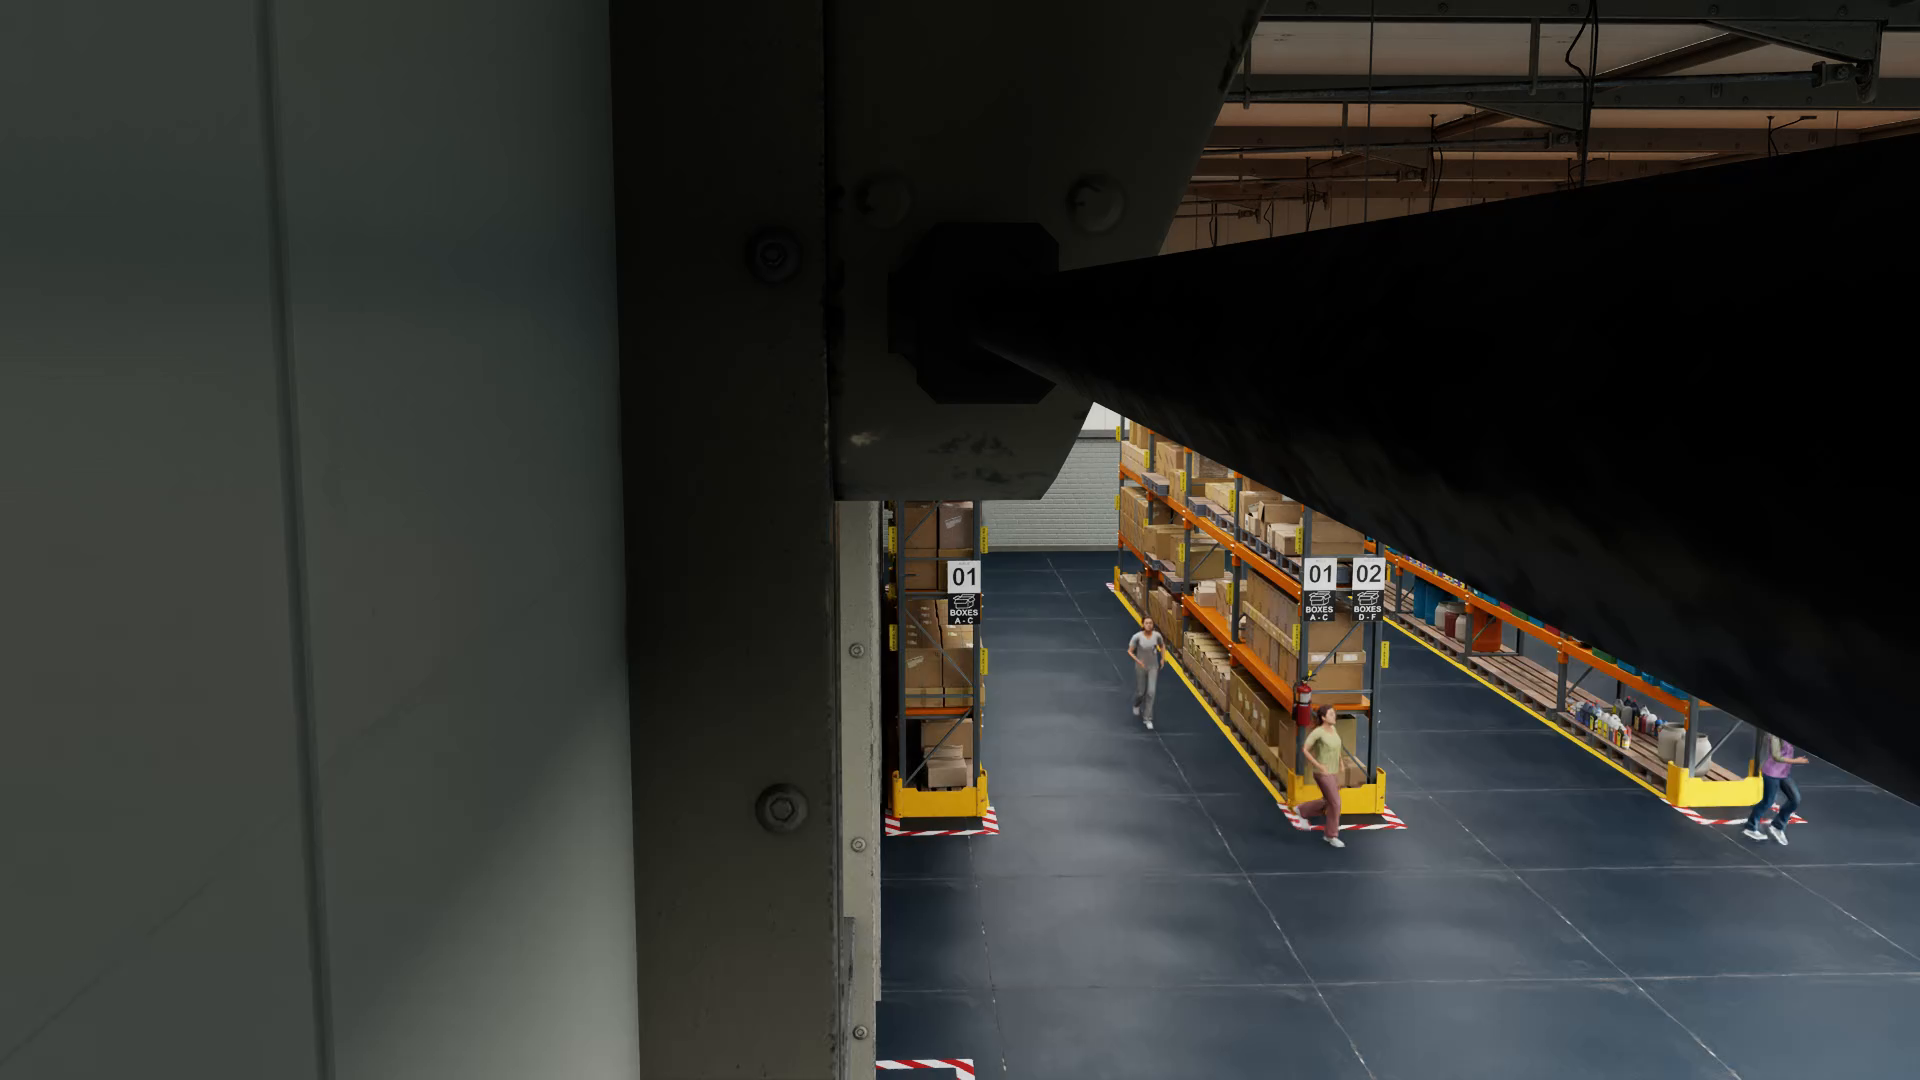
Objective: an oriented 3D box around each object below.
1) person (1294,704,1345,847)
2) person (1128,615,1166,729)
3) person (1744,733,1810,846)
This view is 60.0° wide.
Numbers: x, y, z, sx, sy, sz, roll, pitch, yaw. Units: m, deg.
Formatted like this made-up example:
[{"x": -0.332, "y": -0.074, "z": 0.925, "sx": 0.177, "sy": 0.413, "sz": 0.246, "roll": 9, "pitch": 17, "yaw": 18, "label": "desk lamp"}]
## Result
[{"x": 4.247, "y": 2.734, "z": 19.543, "sx": 0.712, "sy": 1.656, "sz": 0.612, "roll": 7, "pitch": 11, "yaw": 41, "label": "person"}, {"x": 2.801, "y": 1.939, "z": 24.953, "sx": 0.590, "sy": 1.668, "sz": 0.771, "roll": -1, "pitch": 8, "yaw": -6, "label": "person"}, {"x": 9.557, "y": 2.764, "z": 19.407, "sx": 0.648, "sy": 1.618, "sz": 0.541, "roll": 8, "pitch": 11, "yaw": 43, "label": "person"}]
